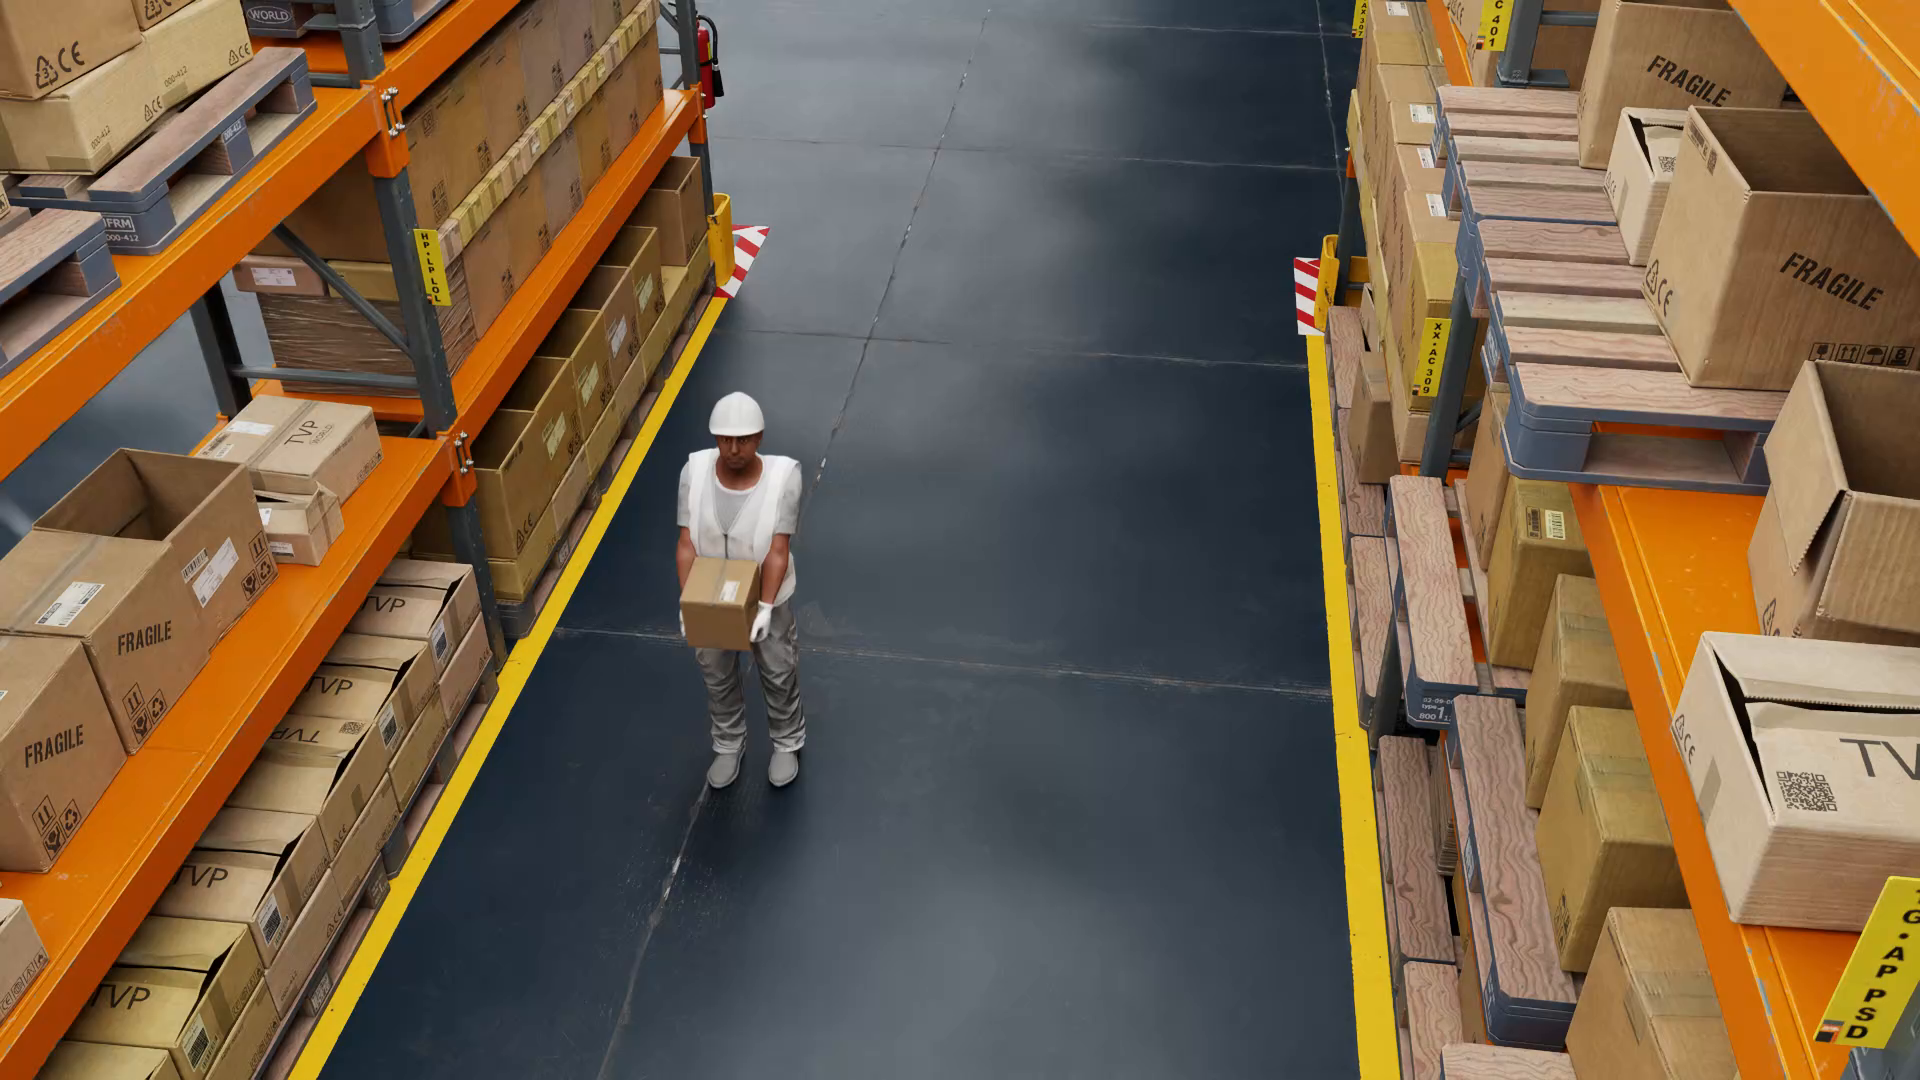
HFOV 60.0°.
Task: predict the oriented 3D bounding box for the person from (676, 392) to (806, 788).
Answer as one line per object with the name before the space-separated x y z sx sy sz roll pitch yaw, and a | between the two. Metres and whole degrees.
person | -0.877 0.275 6.648 0.487 1.778 0.584 4 36 6
